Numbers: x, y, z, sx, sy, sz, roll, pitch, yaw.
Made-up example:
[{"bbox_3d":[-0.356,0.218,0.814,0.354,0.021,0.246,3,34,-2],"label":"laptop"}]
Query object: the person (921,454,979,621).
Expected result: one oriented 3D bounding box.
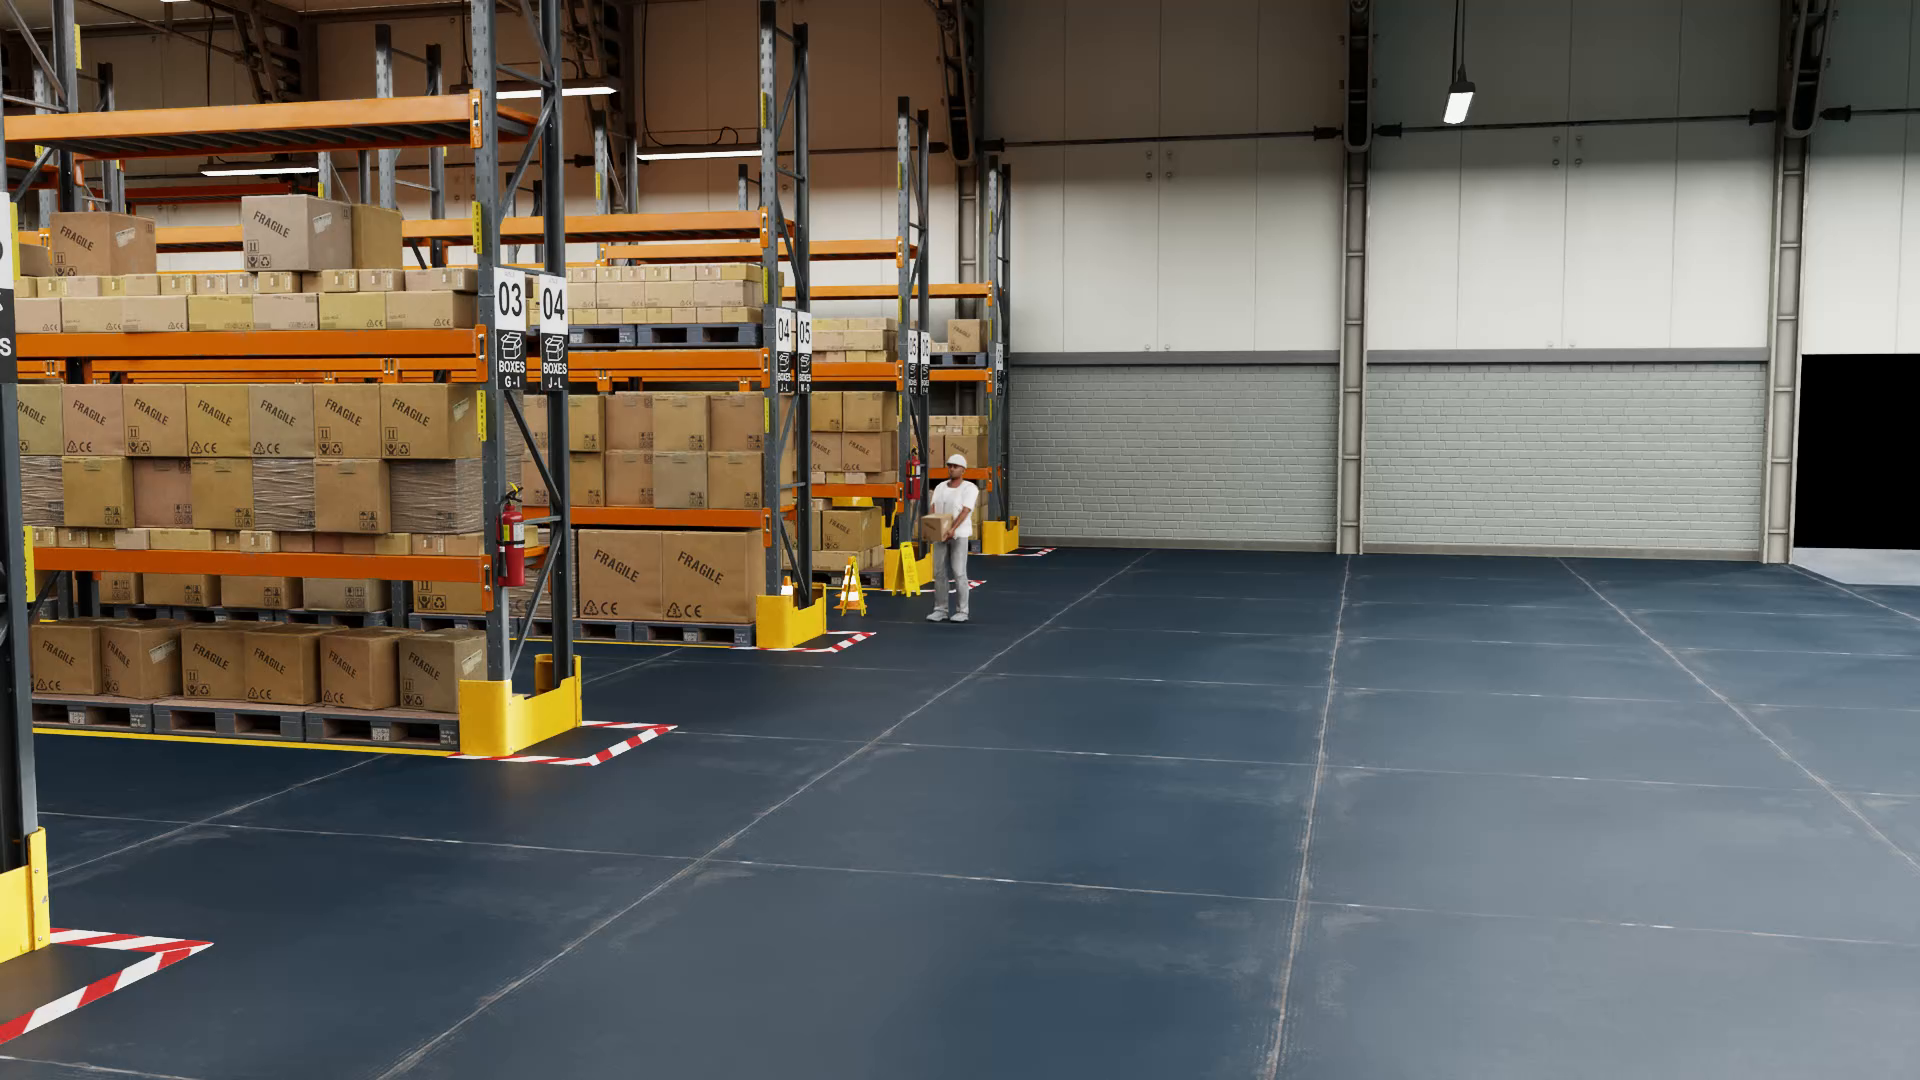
[{"bbox_3d":[-0.124,-0.019,17.613,0.513,1.769,0.573,3,6,32],"label":"person"}]
